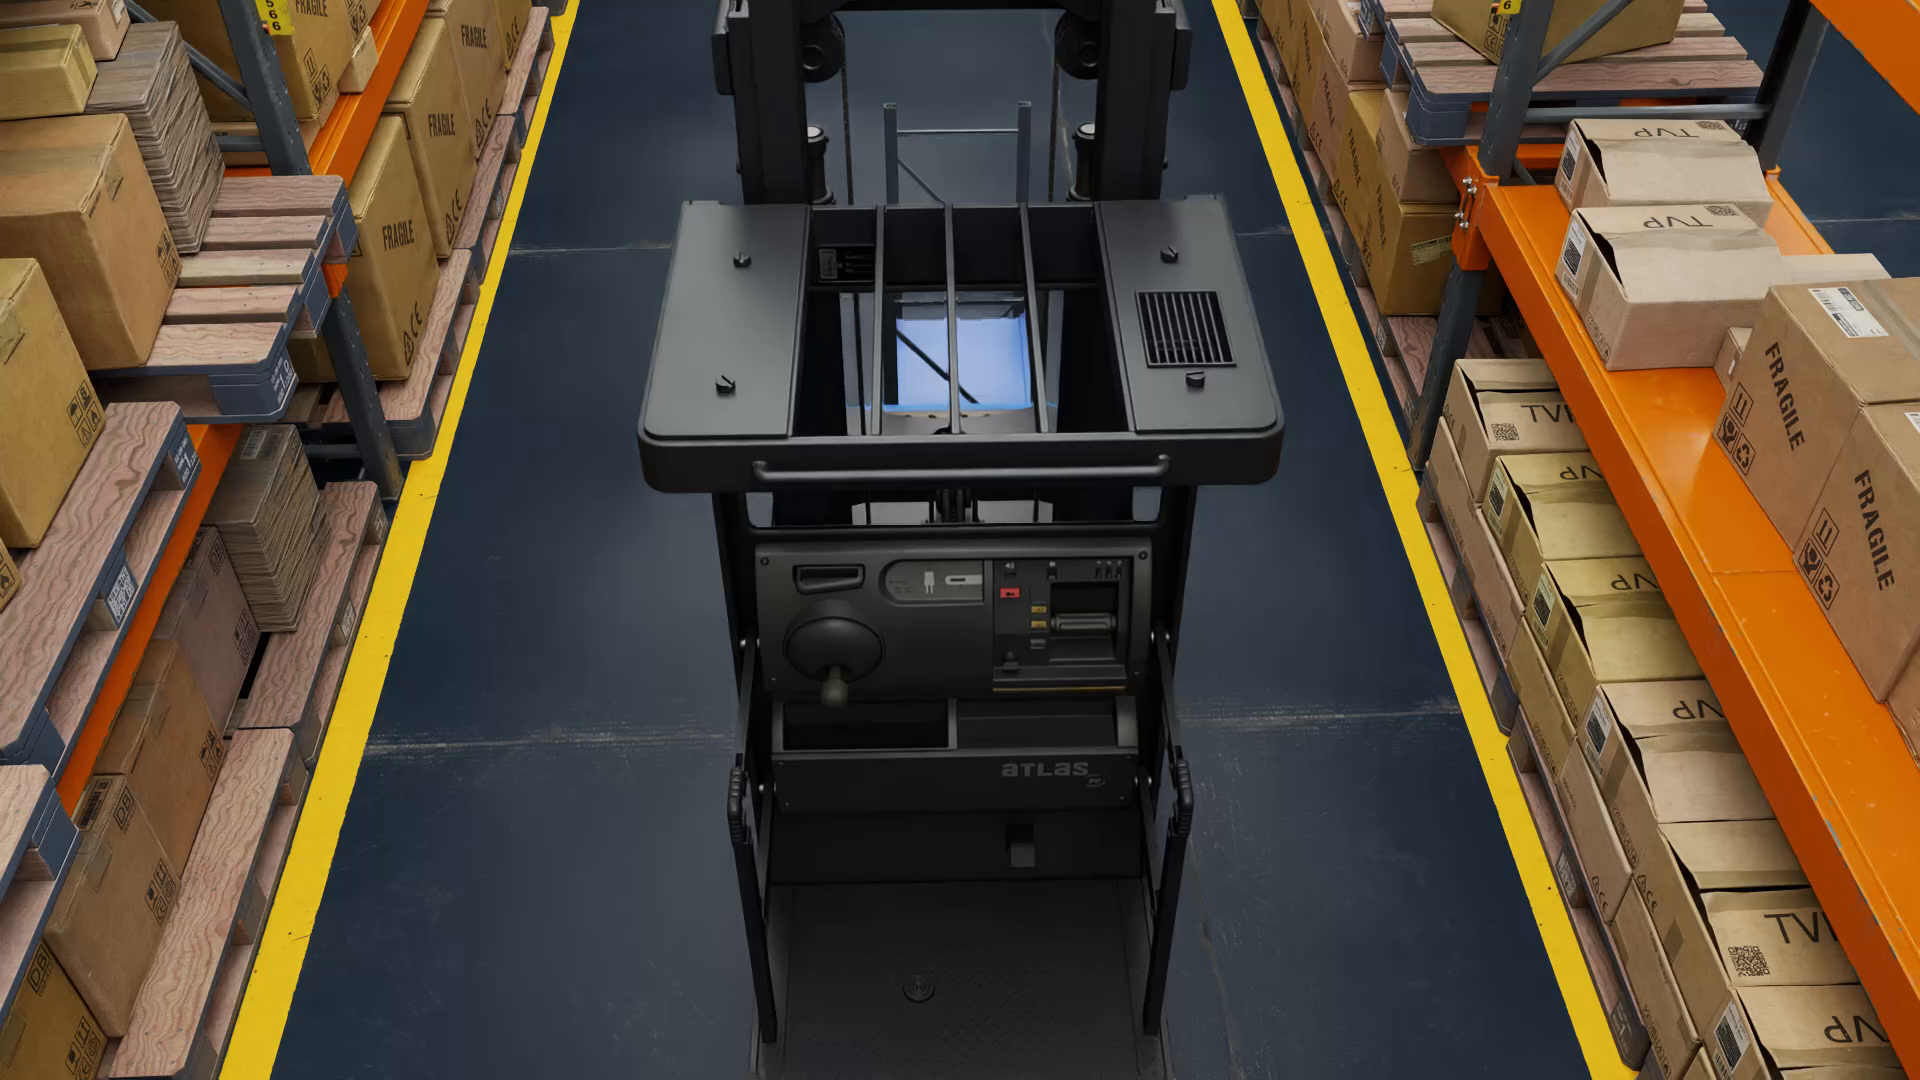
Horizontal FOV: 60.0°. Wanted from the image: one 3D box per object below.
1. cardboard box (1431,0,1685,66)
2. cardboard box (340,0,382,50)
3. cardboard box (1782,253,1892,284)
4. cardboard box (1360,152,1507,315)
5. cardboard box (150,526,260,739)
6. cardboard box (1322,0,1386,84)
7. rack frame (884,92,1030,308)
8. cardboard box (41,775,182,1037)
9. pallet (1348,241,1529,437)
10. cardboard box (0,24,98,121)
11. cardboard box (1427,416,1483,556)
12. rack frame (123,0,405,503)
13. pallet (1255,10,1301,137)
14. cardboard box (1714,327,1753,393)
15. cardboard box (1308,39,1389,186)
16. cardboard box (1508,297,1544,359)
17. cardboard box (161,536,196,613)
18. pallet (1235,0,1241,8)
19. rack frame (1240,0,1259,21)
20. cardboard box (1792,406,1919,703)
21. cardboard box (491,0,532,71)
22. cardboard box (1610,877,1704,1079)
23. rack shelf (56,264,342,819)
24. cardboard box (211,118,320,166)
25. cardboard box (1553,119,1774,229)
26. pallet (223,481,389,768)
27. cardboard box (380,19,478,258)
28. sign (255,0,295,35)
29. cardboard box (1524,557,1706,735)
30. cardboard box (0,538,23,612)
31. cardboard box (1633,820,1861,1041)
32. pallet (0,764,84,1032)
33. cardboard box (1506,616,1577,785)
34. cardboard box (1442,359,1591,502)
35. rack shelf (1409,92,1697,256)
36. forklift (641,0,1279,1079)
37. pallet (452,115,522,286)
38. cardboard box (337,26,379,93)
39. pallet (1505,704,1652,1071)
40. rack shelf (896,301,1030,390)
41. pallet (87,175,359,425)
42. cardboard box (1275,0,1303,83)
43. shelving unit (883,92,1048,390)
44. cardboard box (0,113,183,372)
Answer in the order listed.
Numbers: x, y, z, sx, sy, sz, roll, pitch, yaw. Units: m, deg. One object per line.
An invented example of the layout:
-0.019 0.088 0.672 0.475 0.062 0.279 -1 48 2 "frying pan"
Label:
2.142 -2.037 5.868 0.700 0.500 0.500 -15 45 -16 "cardboard box"
-2.446 -2.122 6.036 0.500 0.500 0.500 0 43 0 "cardboard box"
2.596 -0.732 5.014 0.380 0.149 0.250 -2 43 -2 "cardboard box"
2.007 -1.289 6.961 0.500 0.500 0.500 0 43 0 "cardboard box"
-2.679 0.316 5.210 0.700 0.500 0.500 -2 43 -2 "cardboard box"
1.953 -2.294 7.502 0.500 0.250 0.500 -2 43 -3 "cardboard box"
-0.010 -0.969 6.197 0.500 1.500 0.032 -1 43 -1 "rack frame"
-2.599 0.991 4.473 0.700 0.500 0.500 -1 43 -1 "cardboard box"
2.287 -0.901 7.076 1.003 0.211 1.213 -2 43 -2 "pallet"
-2.595 -1.268 4.534 0.380 0.149 0.250 -8 43 -9 "cardboard box"
2.010 -0.203 5.975 0.500 0.250 0.500 -2 43 -2 "cardboard box"
-2.668 -1.279 5.425 1.000 3.000 0.127 -2 43 -2 "rack frame"
2.184 -2.548 8.874 1.003 0.211 1.213 -2 43 -2 "pallet"
2.392 -0.472 4.731 0.380 0.149 0.250 1 43 1 "cardboard box"
1.957 -1.992 7.728 0.500 0.500 0.500 -3 43 -3 "cardboard box"
2.547 -0.980 6.623 0.500 0.500 0.500 0 43 0 "cardboard box"
-2.624 0.075 4.917 0.500 0.250 0.500 -1 43 -1 "cardboard box"
2.083 -3.560 9.977 1.003 0.211 1.213 -2 43 -2 "pallet"
2.111 -4.124 8.529 1.000 3.000 0.127 -2 43 -2 "rack frame"
2.391 0.027 3.926 0.500 0.500 0.500 -2 43 -2 "cardboard box"
-2.680 -2.907 8.481 0.750 0.750 0.750 -1 43 -1 "cardboard box"
2.102 1.177 4.470 0.500 0.250 0.500 -1 43 -1 "cardboard box"
-2.583 0.336 4.195 1.077 0.370 4.000 -2 43 -2 "rack shelf"
-2.450 -1.423 5.753 0.380 0.149 0.250 -2 43 -2 "cardboard box"
2.253 -1.144 5.344 0.500 0.311 0.500 1 43 1 "cardboard box"
-2.636 0.277 5.792 1.003 0.211 1.213 -2 43 -2 "pallet"
-2.599 -1.733 7.201 0.750 0.750 0.750 -2 43 -2 "cardboard box"
-2.126 -1.698 5.085 0.100 0.325 0.005 -2 43 -2 "sign"
2.060 0.289 5.024 0.500 0.311 0.500 -3 43 -3 "cardboard box"
-2.561 0.057 3.569 0.700 0.500 0.500 4 43 4 "cardboard box"
2.100 0.976 4.275 0.500 0.311 0.500 -2 43 -2 "cardboard box"
-2.385 0.972 3.112 1.003 0.211 1.213 -2 43 -2 "pallet"
2.060 0.487 5.223 0.500 0.250 0.500 -3 43 -3 "cardboard box"
2.010 -0.409 5.786 0.500 0.311 0.500 0 43 0 "cardboard box"
2.196 -2.509 7.299 1.077 0.370 4.000 -2 43 -2 "rack shelf"
-0.008 0.235 3.824 1.130 2.935 3.031 -1 43 -1 "forklift"
-2.675 -1.607 7.847 1.003 0.211 1.213 -2 43 -2 "pallet"
-2.379 -1.775 6.137 0.380 0.149 0.250 0 43 0 "cardboard box"
2.326 0.983 5.021 1.003 0.211 1.213 -2 43 -2 "pallet"
0.001 -0.493 5.944 0.538 0.185 1.000 -1 43 -1 "rack shelf"
-2.531 -0.730 4.969 1.213 0.211 1.003 -2 43 -2 "pallet"
1.922 -2.671 8.469 0.500 0.500 0.500 -1 43 -1 "cardboard box"
0.001 -0.625 5.822 0.538 1.500 1.048 -1 43 -1 "shelving unit"
-2.587 -0.784 4.486 0.700 0.500 0.500 -5 43 -6 "cardboard box"
